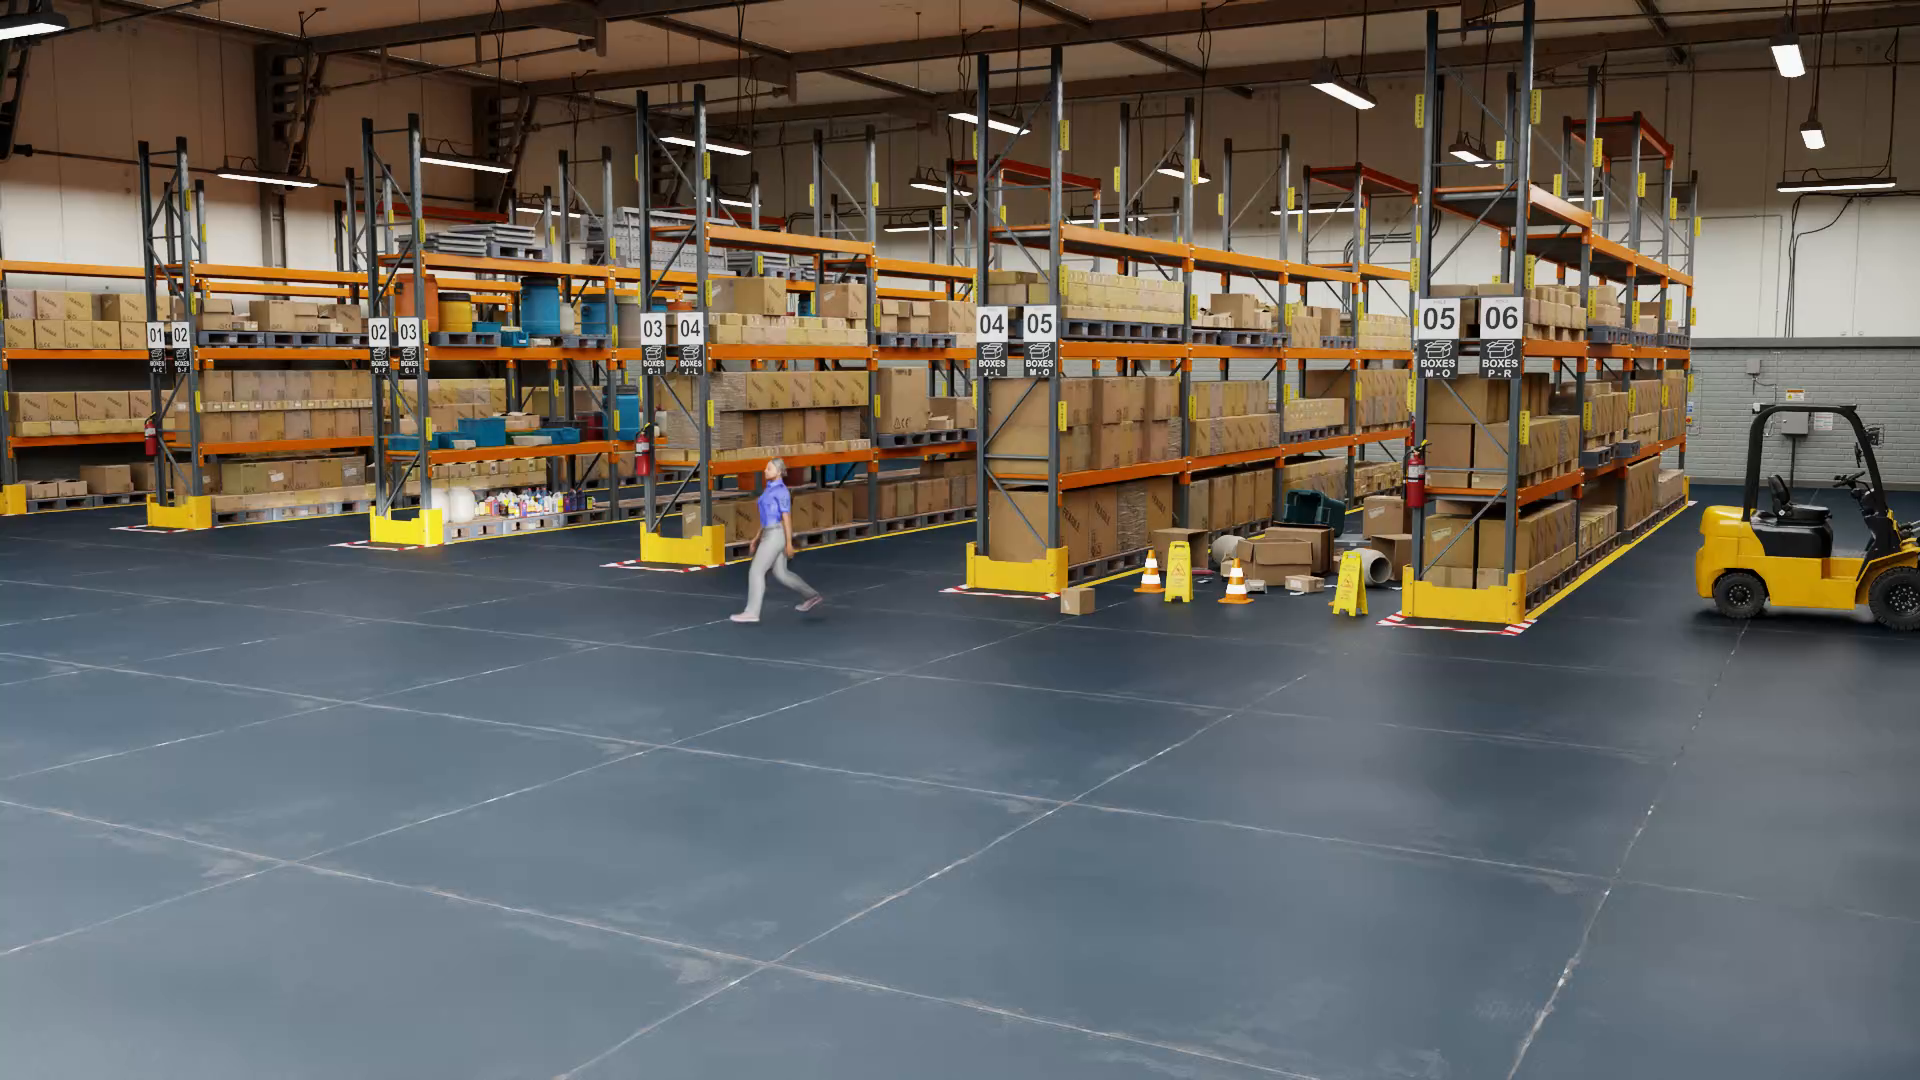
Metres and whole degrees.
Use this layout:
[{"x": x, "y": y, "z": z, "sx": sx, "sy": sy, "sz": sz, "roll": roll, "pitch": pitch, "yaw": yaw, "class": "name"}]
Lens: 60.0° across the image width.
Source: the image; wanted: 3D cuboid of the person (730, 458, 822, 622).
[{"x": -1.826, "y": -0.015, "z": 16.476, "sx": 0.968, "sy": 1.603, "sz": 0.441, "roll": -2, "pitch": 6, "yaw": -18, "class": "person"}]
